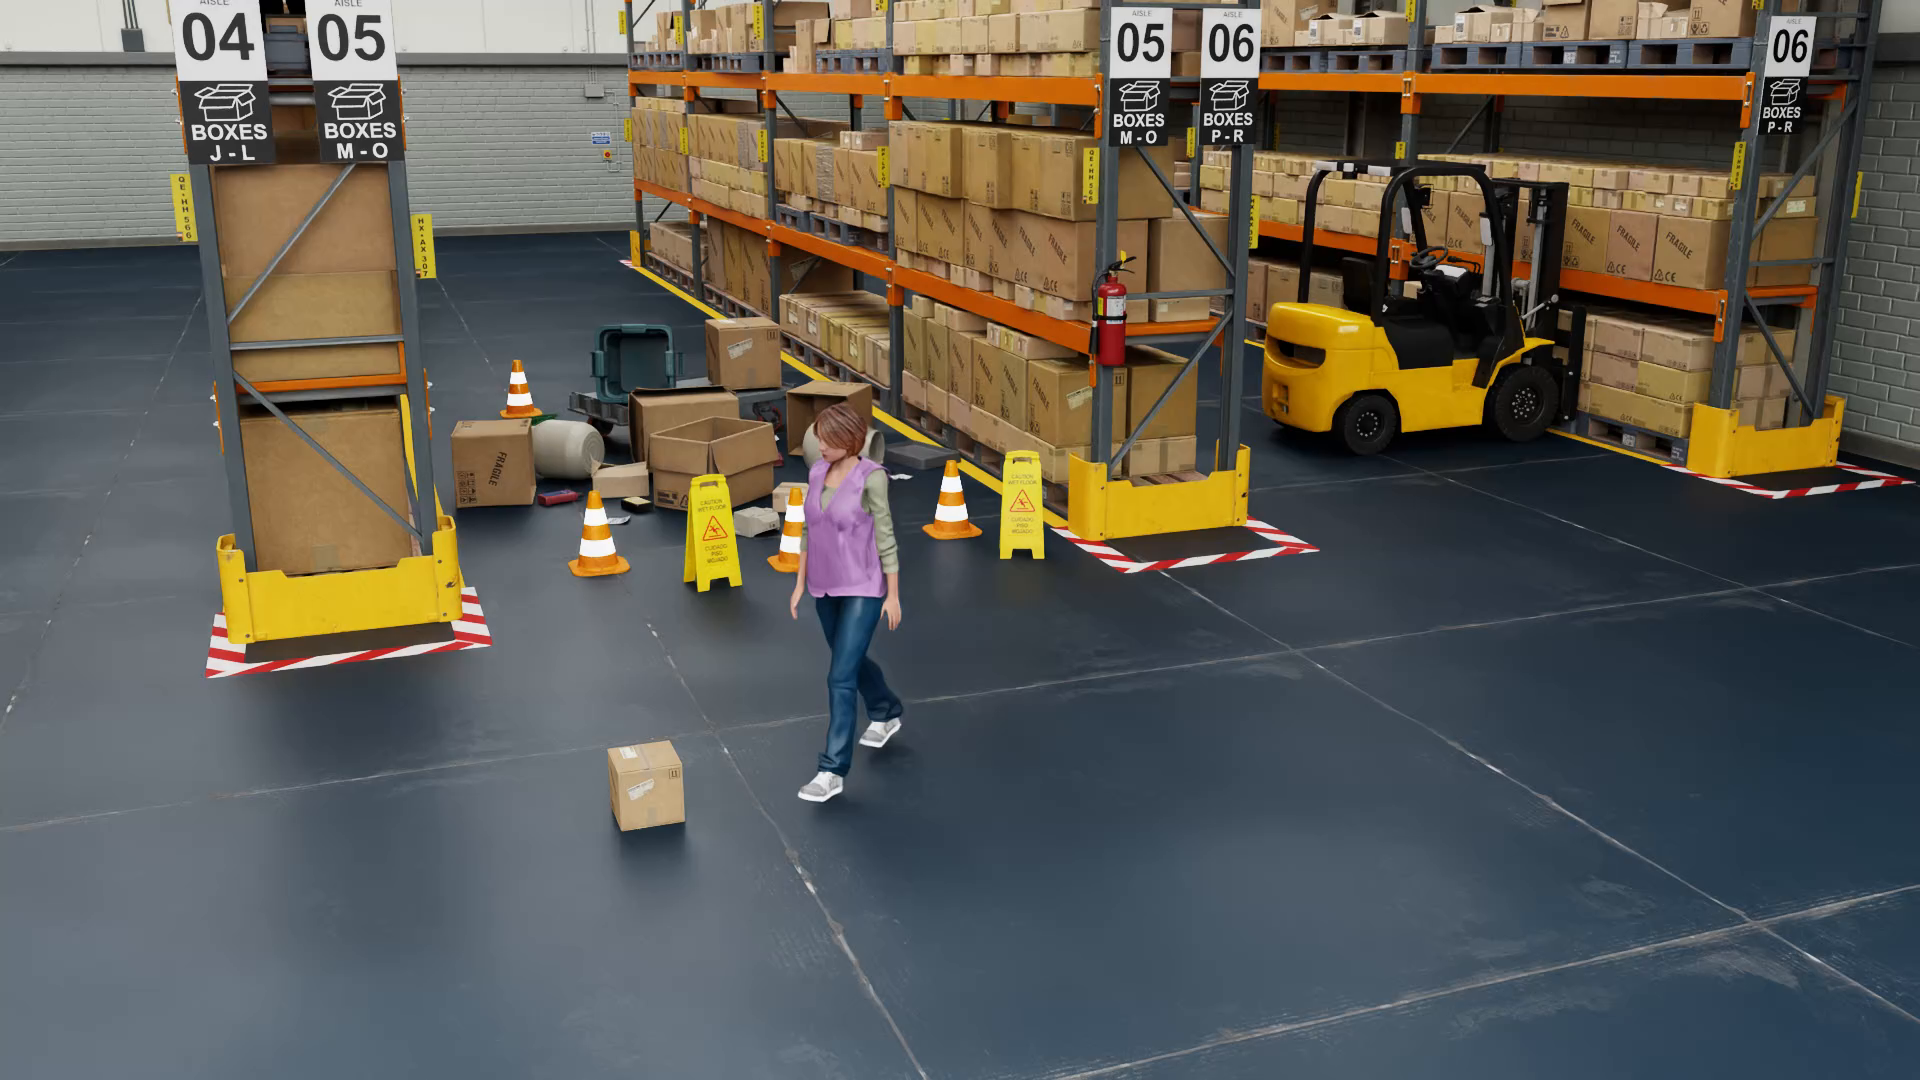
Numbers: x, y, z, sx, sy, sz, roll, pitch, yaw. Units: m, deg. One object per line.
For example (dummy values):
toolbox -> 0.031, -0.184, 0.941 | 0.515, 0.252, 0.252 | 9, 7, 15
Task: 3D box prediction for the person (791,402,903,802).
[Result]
person -> -0.489, 0.210, 6.791 | 0.450, 1.551, 0.847 | 12, 20, 37
